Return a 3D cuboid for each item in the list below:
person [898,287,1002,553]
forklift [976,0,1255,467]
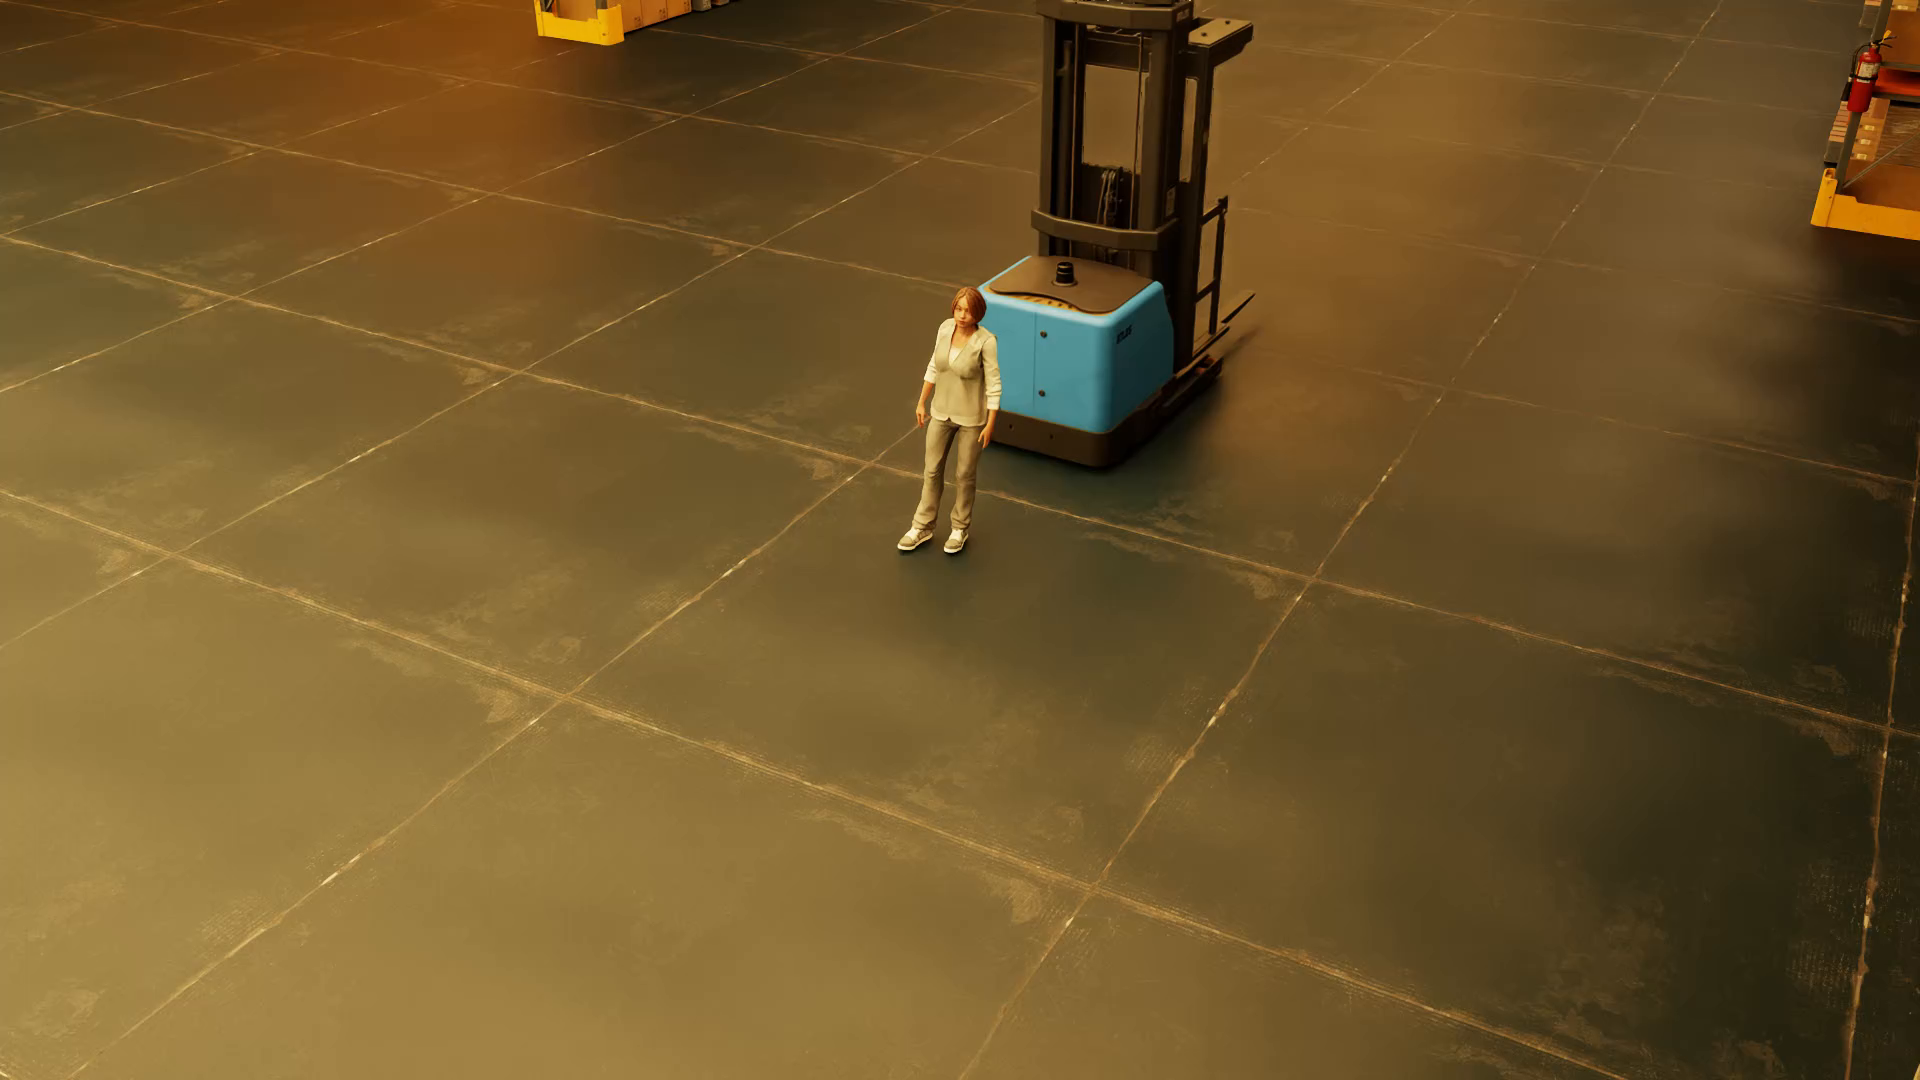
[{"bbox_3d":[-0.048,-0.669,9.550,0.521,1.596,0.475,15,33,25],"label":"person"},{"bbox_3d":[1.236,-2.441,11.300,1.130,2.935,3.031,16,34,26],"label":"forklift"}]
